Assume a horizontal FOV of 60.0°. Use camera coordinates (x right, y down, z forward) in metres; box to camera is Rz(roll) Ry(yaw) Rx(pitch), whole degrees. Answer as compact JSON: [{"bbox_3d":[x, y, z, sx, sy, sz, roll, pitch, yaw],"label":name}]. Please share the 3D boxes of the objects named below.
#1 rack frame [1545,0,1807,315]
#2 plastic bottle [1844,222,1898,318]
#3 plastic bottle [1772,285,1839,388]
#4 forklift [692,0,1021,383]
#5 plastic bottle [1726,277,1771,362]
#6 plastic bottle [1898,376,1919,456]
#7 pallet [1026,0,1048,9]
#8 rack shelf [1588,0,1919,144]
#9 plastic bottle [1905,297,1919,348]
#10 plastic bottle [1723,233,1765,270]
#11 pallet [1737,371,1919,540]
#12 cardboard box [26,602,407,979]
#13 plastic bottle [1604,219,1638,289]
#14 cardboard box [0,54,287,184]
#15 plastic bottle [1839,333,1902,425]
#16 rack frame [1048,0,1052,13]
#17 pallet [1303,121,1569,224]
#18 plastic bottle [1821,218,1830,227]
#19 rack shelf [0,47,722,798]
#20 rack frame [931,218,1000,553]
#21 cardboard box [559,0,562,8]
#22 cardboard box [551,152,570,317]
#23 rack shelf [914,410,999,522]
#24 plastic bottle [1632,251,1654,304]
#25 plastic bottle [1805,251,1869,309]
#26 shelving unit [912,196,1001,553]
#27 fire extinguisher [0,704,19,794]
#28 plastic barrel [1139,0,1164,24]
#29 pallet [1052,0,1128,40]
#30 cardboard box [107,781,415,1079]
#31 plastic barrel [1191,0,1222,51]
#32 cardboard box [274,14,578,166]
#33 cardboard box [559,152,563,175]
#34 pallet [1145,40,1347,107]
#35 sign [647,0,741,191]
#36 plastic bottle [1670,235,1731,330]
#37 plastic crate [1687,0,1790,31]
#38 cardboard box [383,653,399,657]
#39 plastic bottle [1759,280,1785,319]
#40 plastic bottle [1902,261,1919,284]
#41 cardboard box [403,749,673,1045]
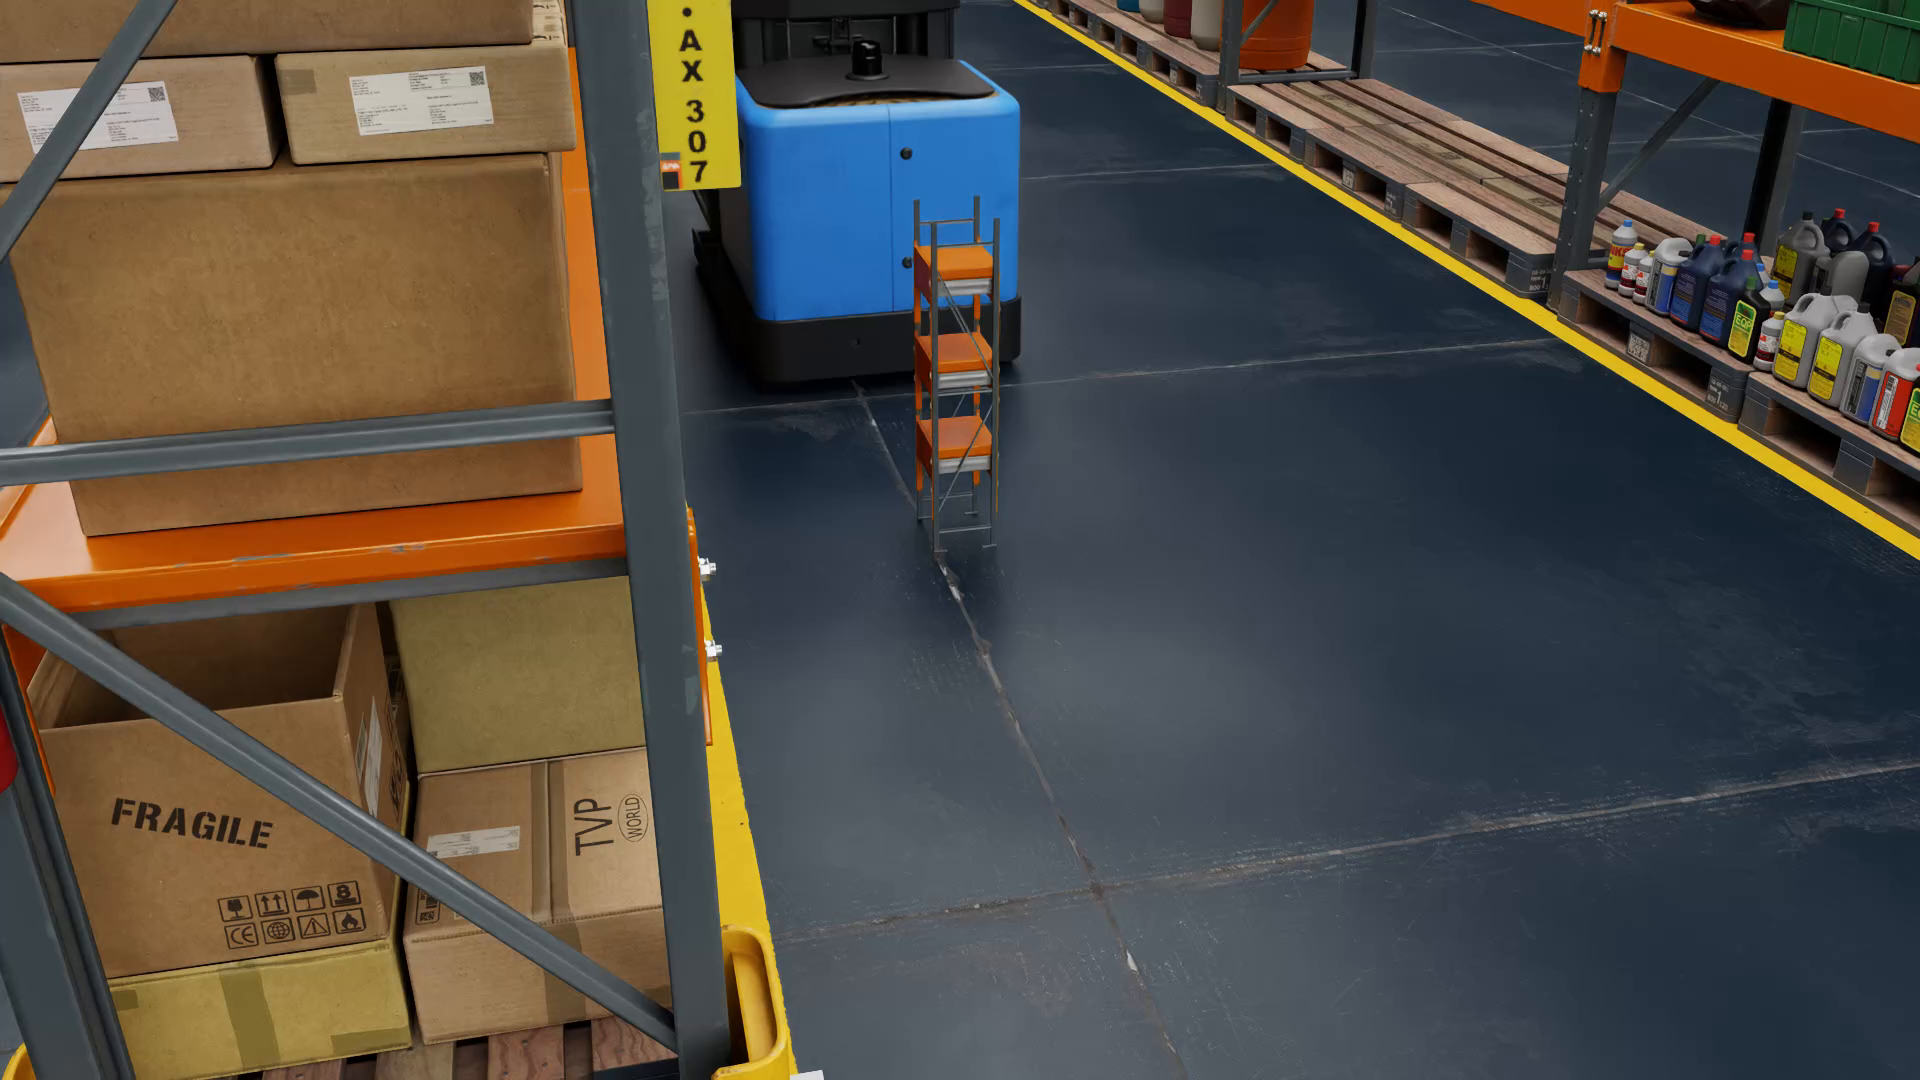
[{"bbox_3d":[3.054,-2.375,6.627,1.000,3.000,0.127,-6,27,-12],"label":"rack frame"},{"bbox_3d":[3.523,-1.051,6.456,0.144,0.351,0.185,-7,28,-14],"label":"plastic bottle"},{"bbox_3d":[2.970,-0.723,5.805,0.144,0.351,0.185,-6,27,-12],"label":"plastic bottle"},{"bbox_3d":[-0.628,-2.545,7.040,1.130,2.935,3.031,-7,28,-13],"label":"forklift"},{"bbox_3d":[2.871,-0.803,6.038,0.061,0.283,0.133,-5,27,-9],"label":"plastic bottle"},{"bbox_3d":[3.070,-0.414,5.268,0.061,0.283,0.133,-5,27,-10],"label":"plastic bottle"},{"bbox_3d":[1.048,-4.961,14.845,1.003,0.211,1.213,-6,27,-12],"label":"pallet"},{"bbox_3d":[3.505,-1.176,5.050,1.077,0.370,4.000,-6,27,-12],"label":"rack shelf"},{"bbox_3d":[3.525,-0.797,6.026,0.061,0.283,0.133,-6,27,-12],"label":"plastic bottle"},{"bbox_3d":[2.972,-1.007,6.368,0.144,0.351,0.185,-6,27,-12],"label":"plastic bottle"},{"bbox_3d":[3.443,-0.295,5.600,1.003,0.211,1.213,-6,27,-12],"label":"pallet"},{"bbox_3d":[-1.282,0.382,2.917,0.500,0.500,0.500,-6,27,-12],"label":"cardboard box"},{"bbox_3d":[2.699,-1.169,6.777,0.097,0.271,0.097,0,27,0],"label":"plastic bottle"},{"bbox_3d":[-1.143,-0.601,2.280,0.380,0.149,0.250,-6,27,-12],"label":"cardboard box"},{"bbox_3d":[3.053,-0.536,5.517,0.152,0.276,0.135,-7,28,-13],"label":"plastic bottle"},{"bbox_3d":[1.251,-5.887,13.585,1.000,3.000,0.127,-6,27,-12],"label":"rack frame"},{"bbox_3d":[2.561,-2.008,8.994,1.003,0.211,1.213,-6,27,-12],"label":"pallet"},{"bbox_3d":[3.484,-1.181,6.788,0.061,0.283,0.133,-5,27,-9],"label":"plastic bottle"},{"bbox_3d":[-1.322,-0.675,4.056,1.077,0.370,4.000,-6,27,-12],"label":"rack shelf"},{"bbox_3d":[0.015,-0.439,4.954,0.200,1.050,0.008,-6,27,-12],"label":"rack frame"},{"bbox_3d":[-0.867,-0.872,2.817,0.380,0.149,0.250,-6,27,-11],"label":"cardboard box"},{"bbox_3d":[-1.087,-0.599,2.997,0.700,0.500,0.500,-5,27,-10],"label":"cardboard box"},{"bbox_3d":[-0.012,-0.235,5.190,0.215,0.259,0.240,-6,27,-12],"label":"rack shelf"},{"bbox_3d":[2.745,-1.049,6.616,0.097,0.201,0.097,0,27,0],"label":"plastic bottle"},{"bbox_3d":[3.385,-0.992,6.421,0.152,0.276,0.135,-6,27,-12],"label":"plastic bottle"},{"bbox_3d":[-0.012,-0.492,5.060,0.215,1.050,0.252,-6,27,-12],"label":"shelving unit"},{"bbox_3d":[-1.297,0.016,1.976,0.296,0.674,0.183,-6,27,-12],"label":"fire extinguisher"},{"bbox_3d":[1.557,-4.156,12.449,0.421,0.512,0.421,0,27,0],"label":"plastic barrel"},{"bbox_3d":[1.385,-4.299,13.534,1.003,0.211,1.213,-6,27,-12],"label":"pallet"},{"bbox_3d":[-1.280,0.717,3.087,0.500,0.250,0.500,-6,27,-12],"label":"cardboard box"},{"bbox_3d":[1.811,-3.660,11.467,0.421,0.512,0.421,0,27,0],"label":"plastic barrel"},{"bbox_3d":[-0.750,-0.646,2.371,0.380,0.149,0.250,-6,27,-12],"label":"cardboard box"},{"bbox_3d":[-1.315,-1.048,3.887,0.700,0.500,0.500,-5,27,-10],"label":"cardboard box"},{"bbox_3d":[1.934,-3.228,11.412,1.003,0.211,1.213,-6,27,-12],"label":"pallet"},{"bbox_3d":[-0.329,-0.593,2.048,0.100,0.325,0.005,-6,27,-12],"label":"sign"},{"bbox_3d":[2.832,-0.993,6.339,0.144,0.351,0.185,-5,27,-10],"label":"plastic bottle"},{"bbox_3d":[3.048,-2.105,6.160,0.767,0.338,0.504,-6,27,-12],"label":"plastic crate"},{"bbox_3d":[-1.519,0.279,3.954,0.500,0.250,0.500,-6,27,-12],"label":"cardboard box"},{"bbox_3d":[2.944,-0.814,6.072,0.097,0.271,0.097,0,27,0],"label":"plastic bottle"},{"bbox_3d":[3.596,-0.910,6.175,0.144,0.351,0.185,-6,27,-12],"label":"plastic bottle"},{"bbox_3d":[-0.775,0.664,3.191,0.500,0.250,0.500,-6,27,-12],"label":"cardboard box"}]
